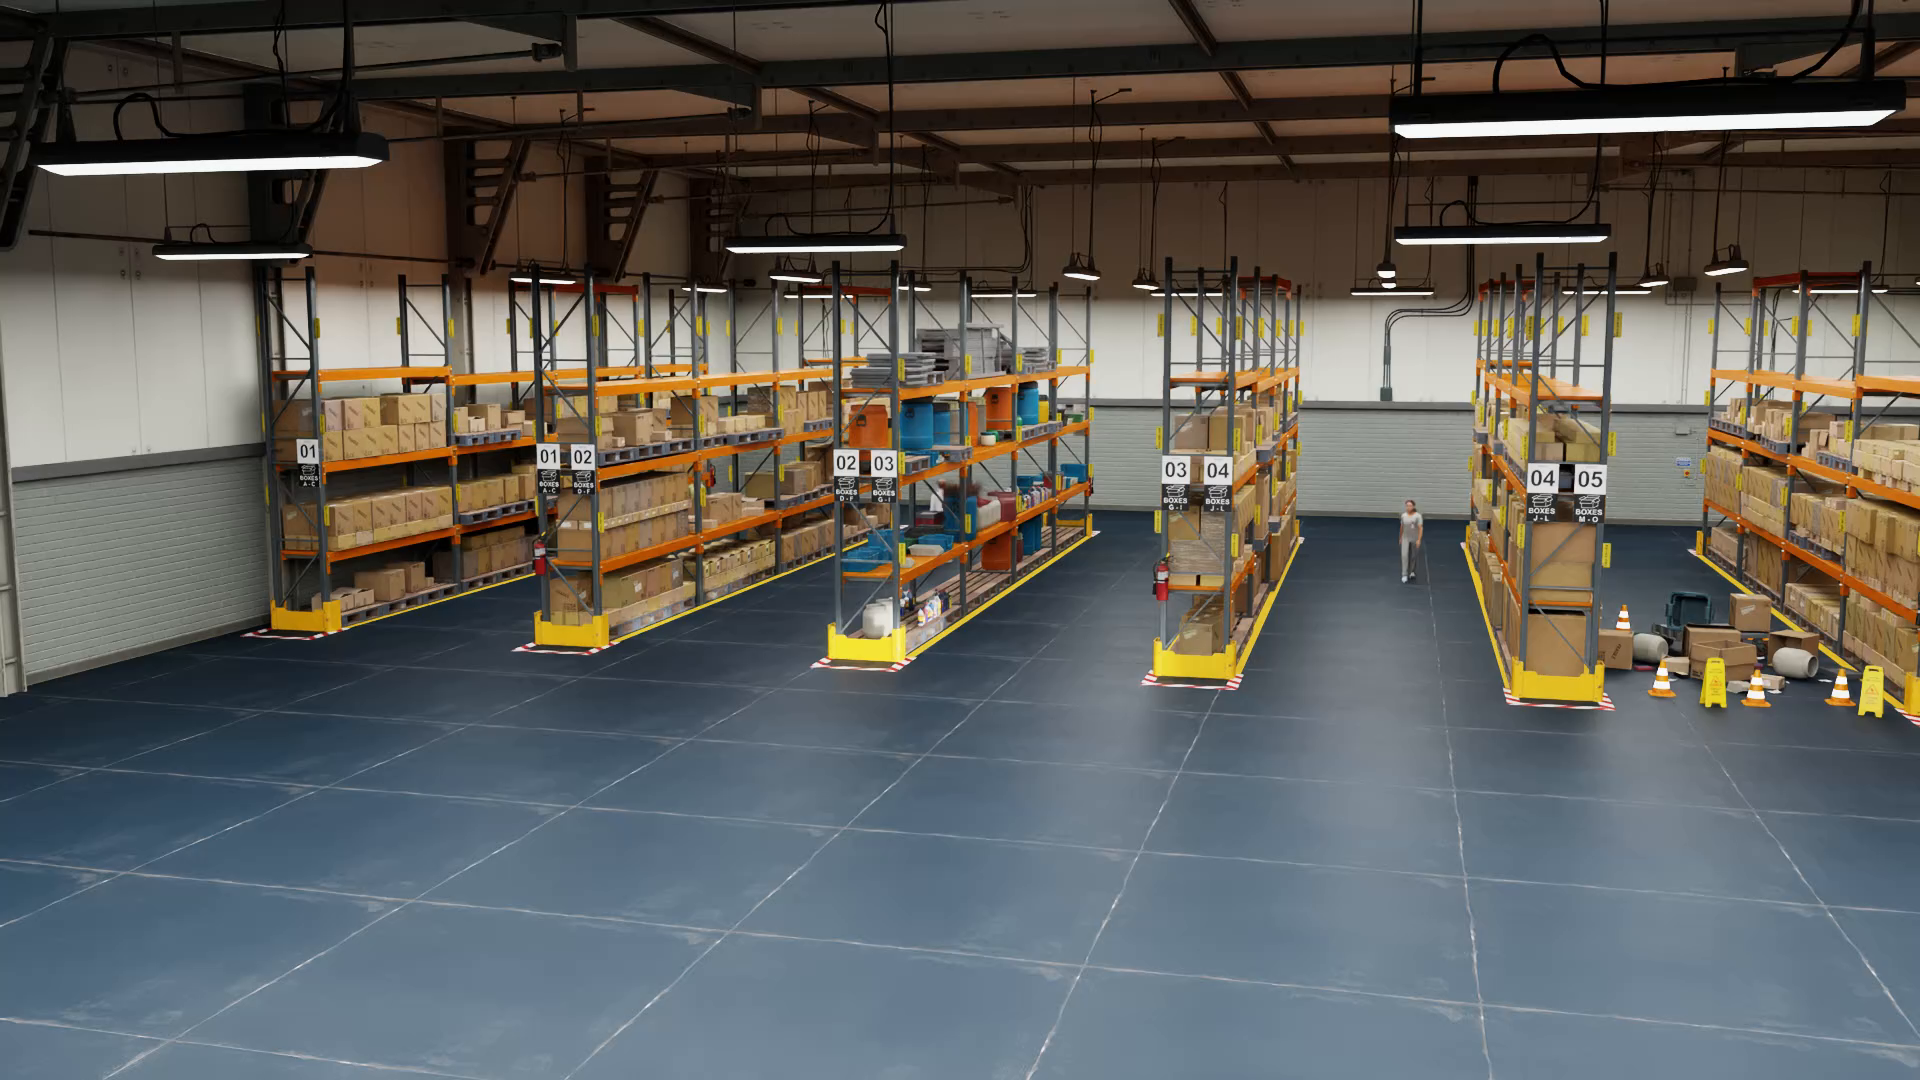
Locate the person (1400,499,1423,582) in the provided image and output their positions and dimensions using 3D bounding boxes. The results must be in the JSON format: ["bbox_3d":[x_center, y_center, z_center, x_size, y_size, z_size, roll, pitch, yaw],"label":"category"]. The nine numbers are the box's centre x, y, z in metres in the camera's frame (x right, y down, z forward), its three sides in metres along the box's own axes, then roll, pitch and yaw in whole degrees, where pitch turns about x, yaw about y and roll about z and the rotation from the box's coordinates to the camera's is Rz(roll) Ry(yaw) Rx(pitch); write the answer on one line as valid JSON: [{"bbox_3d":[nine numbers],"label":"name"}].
[{"bbox_3d":[8.960,0.000,33.035,0.451,1.606,1.064,2,8,17],"label":"person"}]

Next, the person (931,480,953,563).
[{"bbox_3d":[-0.391,-0.300,35.693,0.633,1.574,0.587,6,9,39],"label":"person"}]

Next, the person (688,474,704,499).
[{"bbox_3d":[-6.239,-0.771,39.143,0.440,1.611,1.082,1,7,11],"label":"person"}]
